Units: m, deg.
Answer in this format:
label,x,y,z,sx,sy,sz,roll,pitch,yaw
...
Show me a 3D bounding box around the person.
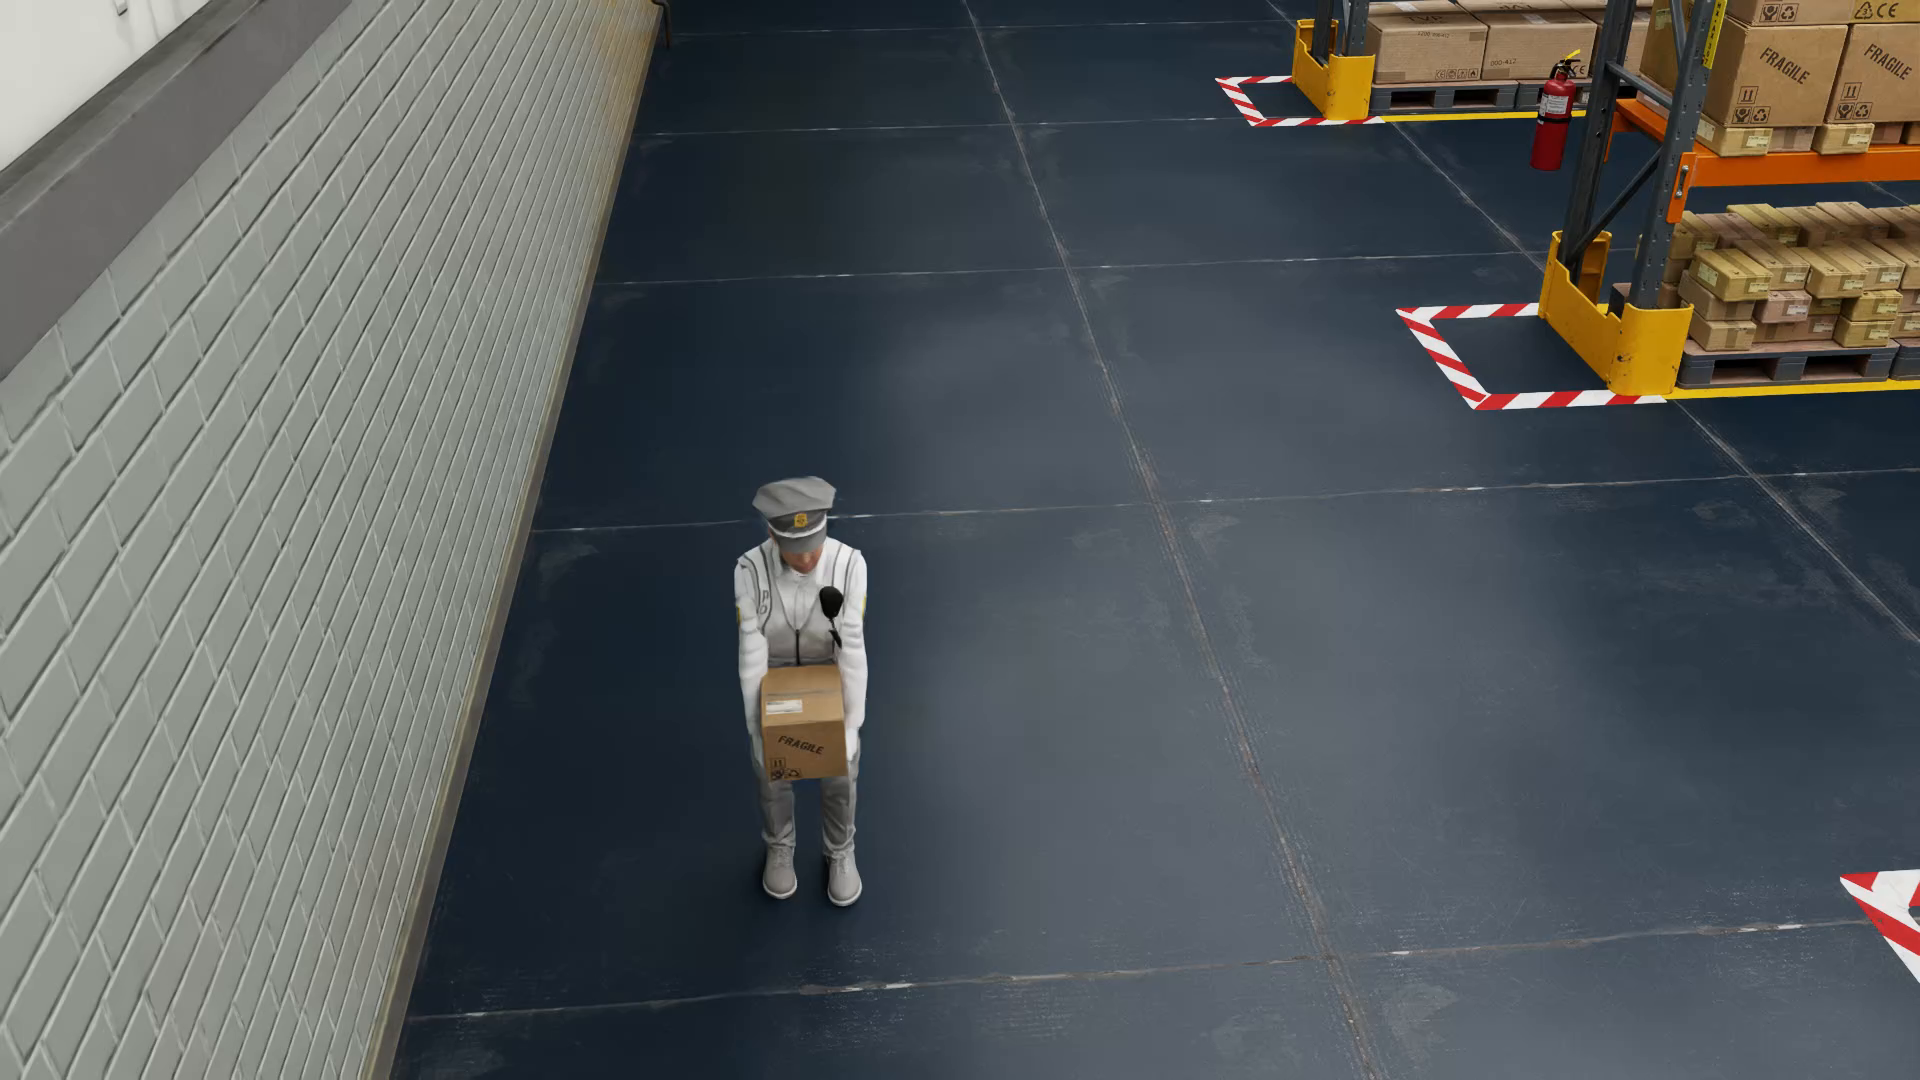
label,x,y,z,sx,sy,sz,roll,pitch,yaw
person,-0.492,0.502,5.348,0.411,1.630,0.559,-3,31,-5
